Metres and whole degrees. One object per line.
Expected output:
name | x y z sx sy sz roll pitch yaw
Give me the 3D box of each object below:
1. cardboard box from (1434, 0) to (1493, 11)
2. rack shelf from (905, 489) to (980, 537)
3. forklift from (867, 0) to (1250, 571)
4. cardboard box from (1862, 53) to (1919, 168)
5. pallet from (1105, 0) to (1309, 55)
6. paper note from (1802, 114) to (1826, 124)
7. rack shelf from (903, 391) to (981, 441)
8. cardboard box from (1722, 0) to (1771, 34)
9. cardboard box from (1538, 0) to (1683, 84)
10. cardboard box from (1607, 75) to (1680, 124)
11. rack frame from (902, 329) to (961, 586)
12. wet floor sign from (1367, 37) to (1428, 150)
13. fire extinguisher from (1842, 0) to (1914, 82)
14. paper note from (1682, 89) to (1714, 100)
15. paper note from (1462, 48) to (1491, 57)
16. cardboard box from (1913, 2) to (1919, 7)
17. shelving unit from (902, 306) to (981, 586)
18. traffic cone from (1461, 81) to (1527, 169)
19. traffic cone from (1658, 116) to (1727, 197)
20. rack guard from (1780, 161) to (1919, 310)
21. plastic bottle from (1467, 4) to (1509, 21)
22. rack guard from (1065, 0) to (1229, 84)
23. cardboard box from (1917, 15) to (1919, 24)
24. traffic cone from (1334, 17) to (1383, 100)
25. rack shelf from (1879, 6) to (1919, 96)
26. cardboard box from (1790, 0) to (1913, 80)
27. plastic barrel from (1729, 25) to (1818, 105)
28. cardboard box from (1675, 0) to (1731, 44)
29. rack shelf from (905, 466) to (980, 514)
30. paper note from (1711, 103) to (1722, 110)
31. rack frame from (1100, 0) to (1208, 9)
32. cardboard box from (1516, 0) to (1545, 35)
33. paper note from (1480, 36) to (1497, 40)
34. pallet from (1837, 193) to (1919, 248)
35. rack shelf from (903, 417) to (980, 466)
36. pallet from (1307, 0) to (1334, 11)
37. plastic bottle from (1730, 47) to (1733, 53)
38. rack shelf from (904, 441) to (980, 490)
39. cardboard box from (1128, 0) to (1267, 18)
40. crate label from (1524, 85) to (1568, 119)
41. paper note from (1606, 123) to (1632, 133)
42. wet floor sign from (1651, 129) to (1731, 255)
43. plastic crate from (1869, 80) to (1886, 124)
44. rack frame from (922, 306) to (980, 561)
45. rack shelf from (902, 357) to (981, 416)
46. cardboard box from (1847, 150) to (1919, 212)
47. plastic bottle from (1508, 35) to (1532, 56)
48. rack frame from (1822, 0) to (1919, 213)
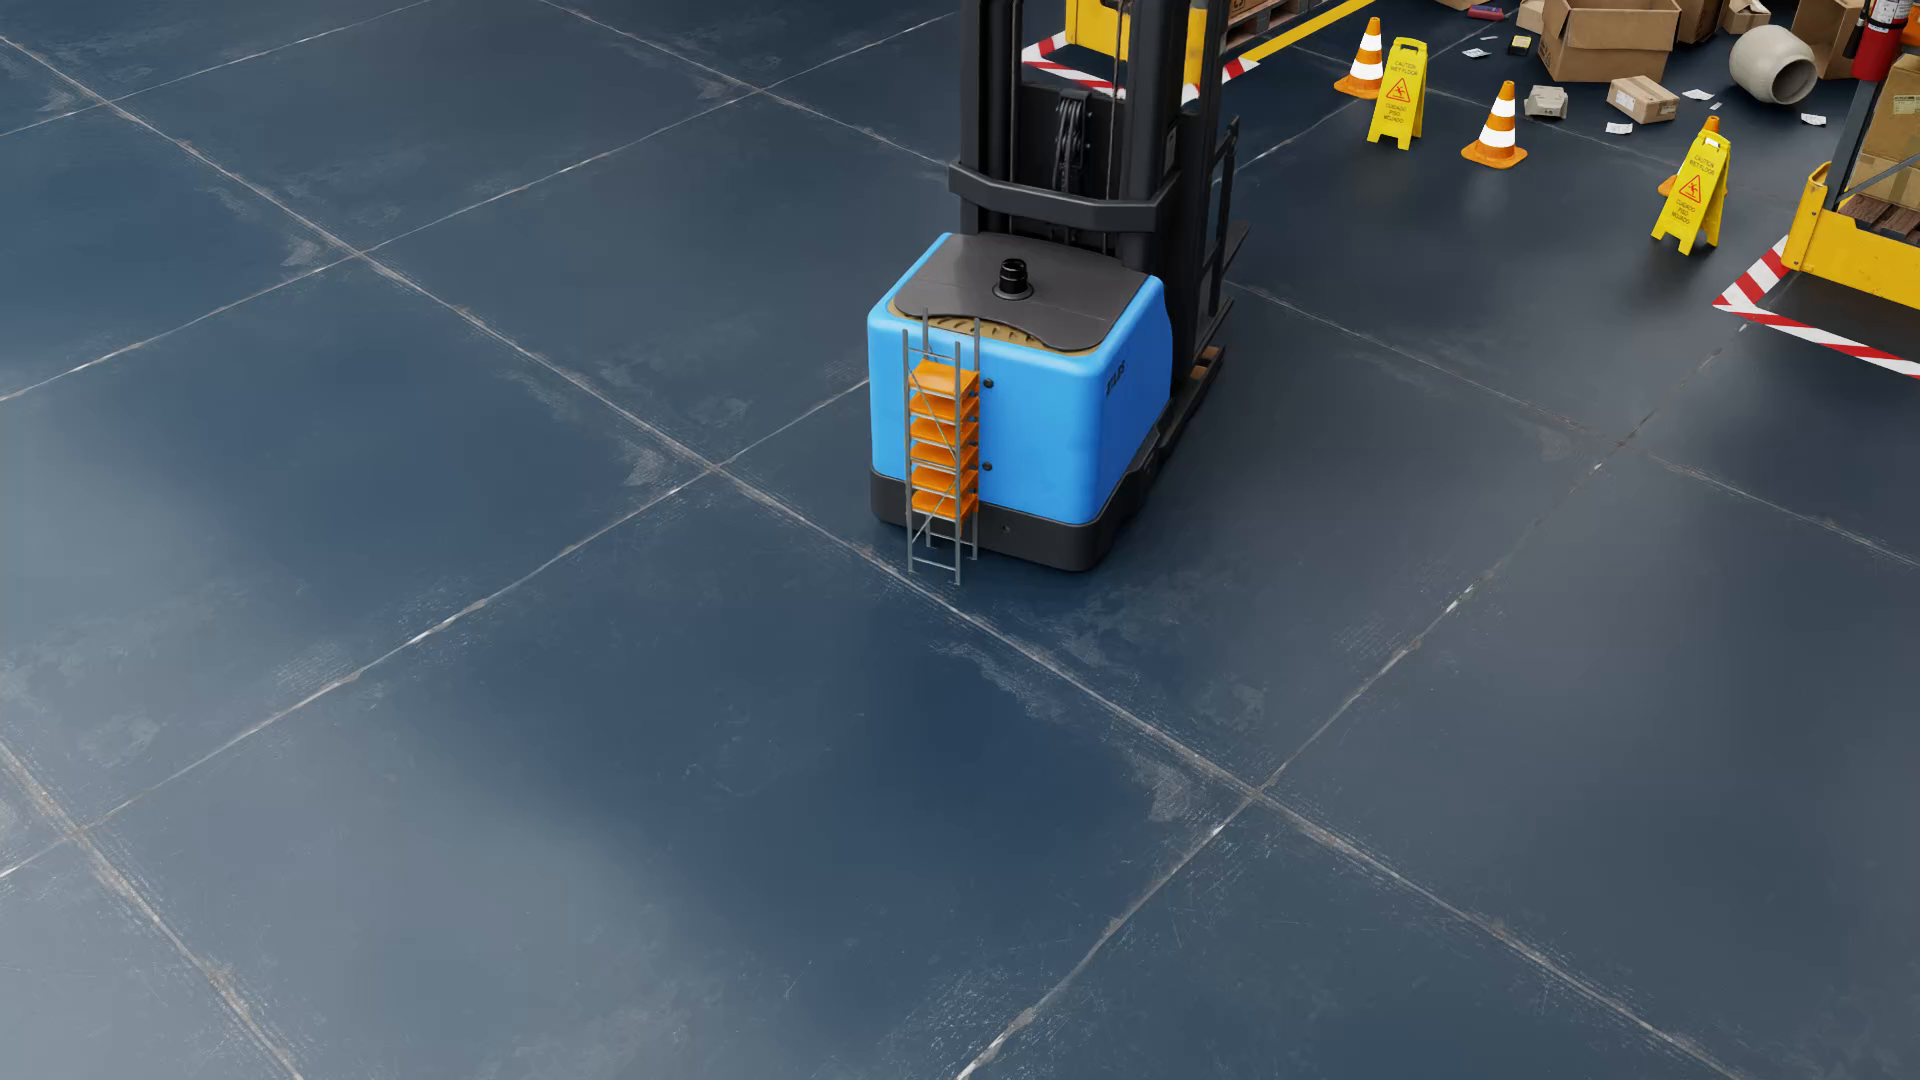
cardboard box | 3.684 -4.245 12.185 0.500 0.500 0.500 -26 45 -29
rack shelf | -0.072 -0.135 6.912 0.258 0.103 0.180 15 41 18
forklift | 0.665 -1.931 7.324 1.130 2.935 3.031 15 41 18
cardboard box | 5.345 -2.356 9.073 0.500 0.500 0.500 30 47 32
pallet | 1.757 -3.838 11.907 1.003 0.211 1.213 30 47 32
paper note | 5.448 -2.689 10.607 0.142 0.019 0.148 14 41 17
rack shelf | -0.072 -0.510 6.613 0.258 0.103 0.180 15 41 18
cardboard box | 5.562 -3.792 11.805 0.258 0.266 0.396 2 39 2
cardboard box | 4.313 -3.390 11.109 0.797 0.503 0.637 2 39 2
cardboard box | 4.390 -2.831 10.691 0.250 0.149 0.380 -11 40 -14
rack frame | -0.109 -0.305 6.670 0.240 1.200 0.006 15 41 18
wet floor sign | 2.717 -2.763 10.206 0.267 0.644 0.232 22 43 25
fire extinguisher | 4.580 -2.608 8.182 0.296 0.674 0.183 30 47 32
paper note | 4.849 -2.928 10.917 0.142 0.019 0.148 -18 42 -21
paper note | 3.558 -3.355 11.446 0.142 0.017 0.144 -18 42 -21
cardboard box | 5.180 -2.823 8.593 0.380 0.149 0.250 29 47 31
shelving unit | -0.072 -0.357 6.735 0.258 1.200 0.189 15 41 18
traffic cone | 3.286 -2.553 10.089 0.336 0.463 0.334 30 47 32
traffic cone | 4.335 -2.243 9.700 0.336 0.463 0.334 30 47 32
rack guard | 5.048 -1.554 8.802 1.175 0.500 0.348 30 47 32
plastic bottle | 3.809 -3.792 11.970 0.283 0.061 0.133 14 41 17
rack guard | 1.259 -3.540 11.300 1.175 0.500 0.348 30 47 32
cardboard box | 5.091 -2.660 8.388 0.380 0.149 0.250 31 48 33
traffic cone | 2.681 -3.184 10.882 0.336 0.463 0.334 30 47 32
rack shelf | 6.346 -3.134 9.360 1.077 0.370 4.000 30 47 32
cardboard box | 5.968 -3.437 11.168 0.500 0.500 0.500 -5 39 -6
plastic barrel | 5.273 -3.073 10.775 0.421 0.421 0.512 -5 39 -6
cardboard box | 4.938 -3.876 11.611 0.797 0.637 0.503 30 47 32
rack shelf | -0.072 -0.229 6.838 0.258 0.103 0.180 15 41 18
paper note | 4.904 -2.813 10.780 0.032 0.001 0.123 30 47 32
rack frame | 1.275 -4.529 10.536 1.000 3.000 0.127 30 47 32
cardboard box | 4.173 -3.734 11.732 0.258 0.266 0.396 -26 45 -29
paper note | 3.713 -3.525 11.675 0.123 0.001 0.032 -11 40 -14
pallet | 5.622 -1.799 9.343 1.003 0.211 1.213 30 47 32
rack shelf | -0.072 -0.416 6.688 0.258 0.103 0.180 15 41 18
pallet | 2.580 -4.396 12.609 1.003 0.211 1.213 30 47 32
plastic bottle | 5.441 -3.379 11.451 0.283 0.061 0.133 -26 45 -29
rack shelf | -0.072 -0.322 6.763 0.258 0.103 0.180 15 41 18
cardboard box | 1.684 -4.201 11.493 0.875 0.875 0.875 30 47 32
crate label | 3.771 -2.813 10.678 0.250 0.136 0.298 8 39 10
paper note | 4.165 -2.605 10.502 0.148 0.019 0.142 14 41 17
wet floor sign | 4.079 -1.938 9.168 0.232 0.644 0.267 -18 42 -21
plastic crate | 6.031 -2.815 10.726 0.402 0.080 0.583 14 41 17
rack frame | -0.035 -0.409 6.801 0.240 1.200 0.006 15 41 18
rack shelf | -0.072 -0.604 6.539 0.258 0.103 0.180 15 41 18
cardboard box | 5.360 -2.081 9.328 0.500 0.250 0.500 29 47 32
plastic bottle | 3.886 -3.440 11.527 0.133 0.061 0.283 14 41 17
rack frame | 4.997 -2.497 7.980 1.000 3.000 0.127 30 47 32
